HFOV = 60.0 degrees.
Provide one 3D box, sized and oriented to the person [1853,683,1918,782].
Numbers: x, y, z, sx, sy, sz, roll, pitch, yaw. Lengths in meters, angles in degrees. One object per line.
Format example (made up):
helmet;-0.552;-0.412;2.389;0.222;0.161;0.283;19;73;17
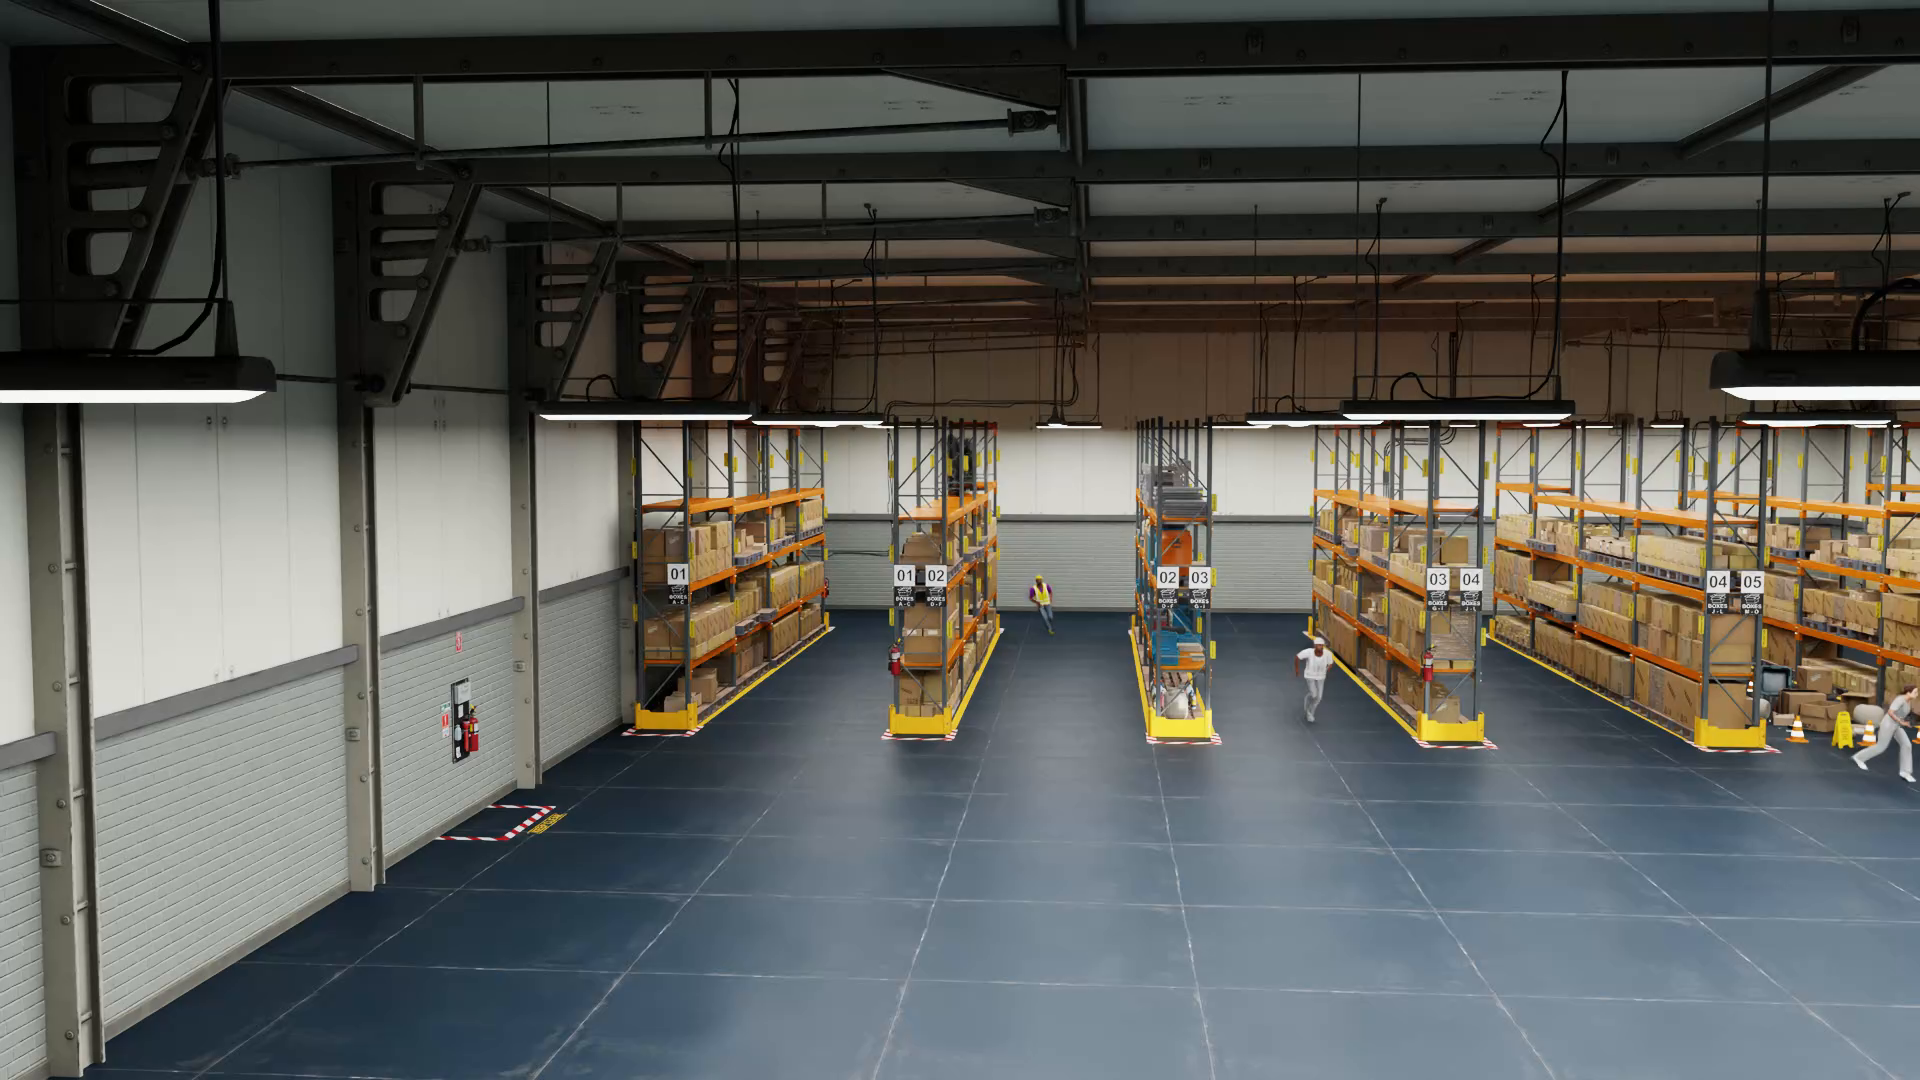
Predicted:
person;15.349;3.145;27.543;0.601;1.625;1.003;-4;5;-44

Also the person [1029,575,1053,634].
person;2.305;1.820;46.986;0.738;1.673;0.595;-1;4;-12

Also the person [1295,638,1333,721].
person;7.007;2.748;32.761;0.685;1.682;0.715;-1;4;-11
